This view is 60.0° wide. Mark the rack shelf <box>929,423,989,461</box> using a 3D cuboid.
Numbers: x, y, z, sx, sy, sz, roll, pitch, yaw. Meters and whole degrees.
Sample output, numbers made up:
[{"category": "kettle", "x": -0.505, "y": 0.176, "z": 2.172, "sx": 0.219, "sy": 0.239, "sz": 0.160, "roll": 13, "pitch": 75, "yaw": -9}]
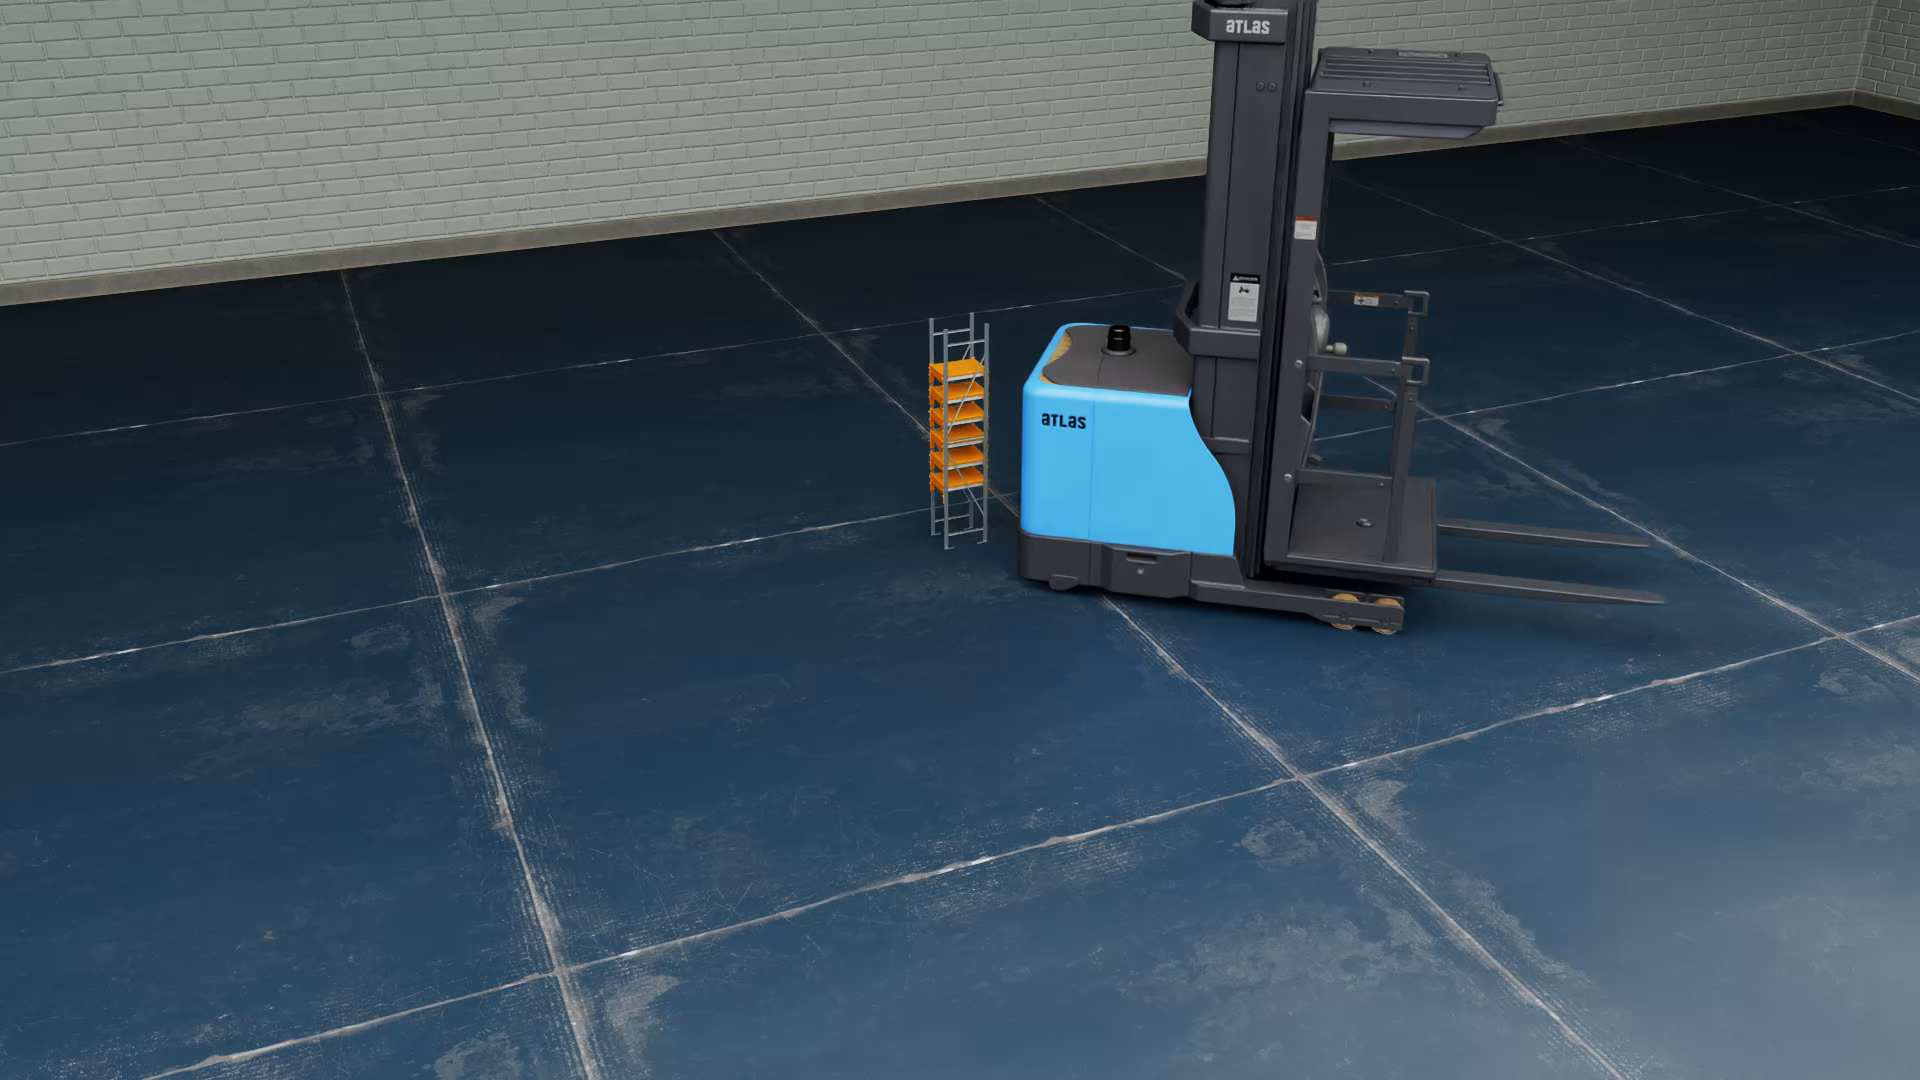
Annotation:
[{"category": "rack shelf", "x": -0.006, "y": -0.505, "z": 8.518, "sx": 0.258, "sy": 0.103, "sz": 0.180, "roll": -11, "pitch": 28, "yaw": -21}]

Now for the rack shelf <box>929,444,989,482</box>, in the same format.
[{"category": "rack shelf", "x": -0.006, "y": -0.397, "z": 8.571, "sx": 0.258, "sy": 0.103, "sz": 0.180, "roll": -11, "pitch": 28, "yaw": -21}]

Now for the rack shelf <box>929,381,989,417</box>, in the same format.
[{"category": "rack shelf", "x": -0.006, "y": -0.721, "z": 8.413, "sx": 0.258, "sy": 0.103, "sz": 0.180, "roll": -11, "pitch": 28, "yaw": -21}]

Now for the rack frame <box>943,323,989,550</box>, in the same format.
[{"category": "rack frame", "x": 0.030, "y": -0.508, "z": 8.423, "sx": 0.240, "sy": 1.200, "sz": 0.006, "roll": -11, "pitch": 28, "yaw": -21}]

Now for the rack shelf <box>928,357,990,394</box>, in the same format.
[{"category": "rack shelf", "x": -0.006, "y": -0.829, "z": 8.360, "sx": 0.258, "sy": 0.103, "sz": 0.180, "roll": -11, "pitch": 28, "yaw": -21}]

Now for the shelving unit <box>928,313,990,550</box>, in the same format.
[{"category": "shelving unit", "x": -0.006, "y": -0.545, "z": 8.499, "sx": 0.258, "sy": 1.200, "sz": 0.189, "roll": -11, "pitch": 28, "yaw": -21}]

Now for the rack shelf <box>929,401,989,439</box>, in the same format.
[{"category": "rack shelf", "x": -0.006, "y": -0.613, "z": 8.466, "sx": 0.258, "sy": 0.103, "sz": 0.180, "roll": -11, "pitch": 28, "yaw": -21}]

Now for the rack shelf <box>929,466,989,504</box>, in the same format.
[{"category": "rack shelf", "x": -0.006, "y": -0.289, "z": 8.624, "sx": 0.258, "sy": 0.103, "sz": 0.180, "roll": -11, "pitch": 28, "yaw": -21}]

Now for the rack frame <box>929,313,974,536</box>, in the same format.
[{"category": "rack frame", "x": -0.042, "y": -0.582, "z": 8.574, "sx": 0.240, "sy": 1.200, "sz": 0.006, "roll": -11, "pitch": 28, "yaw": -21}]

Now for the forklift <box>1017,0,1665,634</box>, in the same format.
[{"category": "forklift", "x": 1.858, "y": -1.131, "z": 7.725, "sx": 3.031, "sy": 2.935, "sz": 1.130, "roll": 6, "pitch": 27, "yaw": 13}]
